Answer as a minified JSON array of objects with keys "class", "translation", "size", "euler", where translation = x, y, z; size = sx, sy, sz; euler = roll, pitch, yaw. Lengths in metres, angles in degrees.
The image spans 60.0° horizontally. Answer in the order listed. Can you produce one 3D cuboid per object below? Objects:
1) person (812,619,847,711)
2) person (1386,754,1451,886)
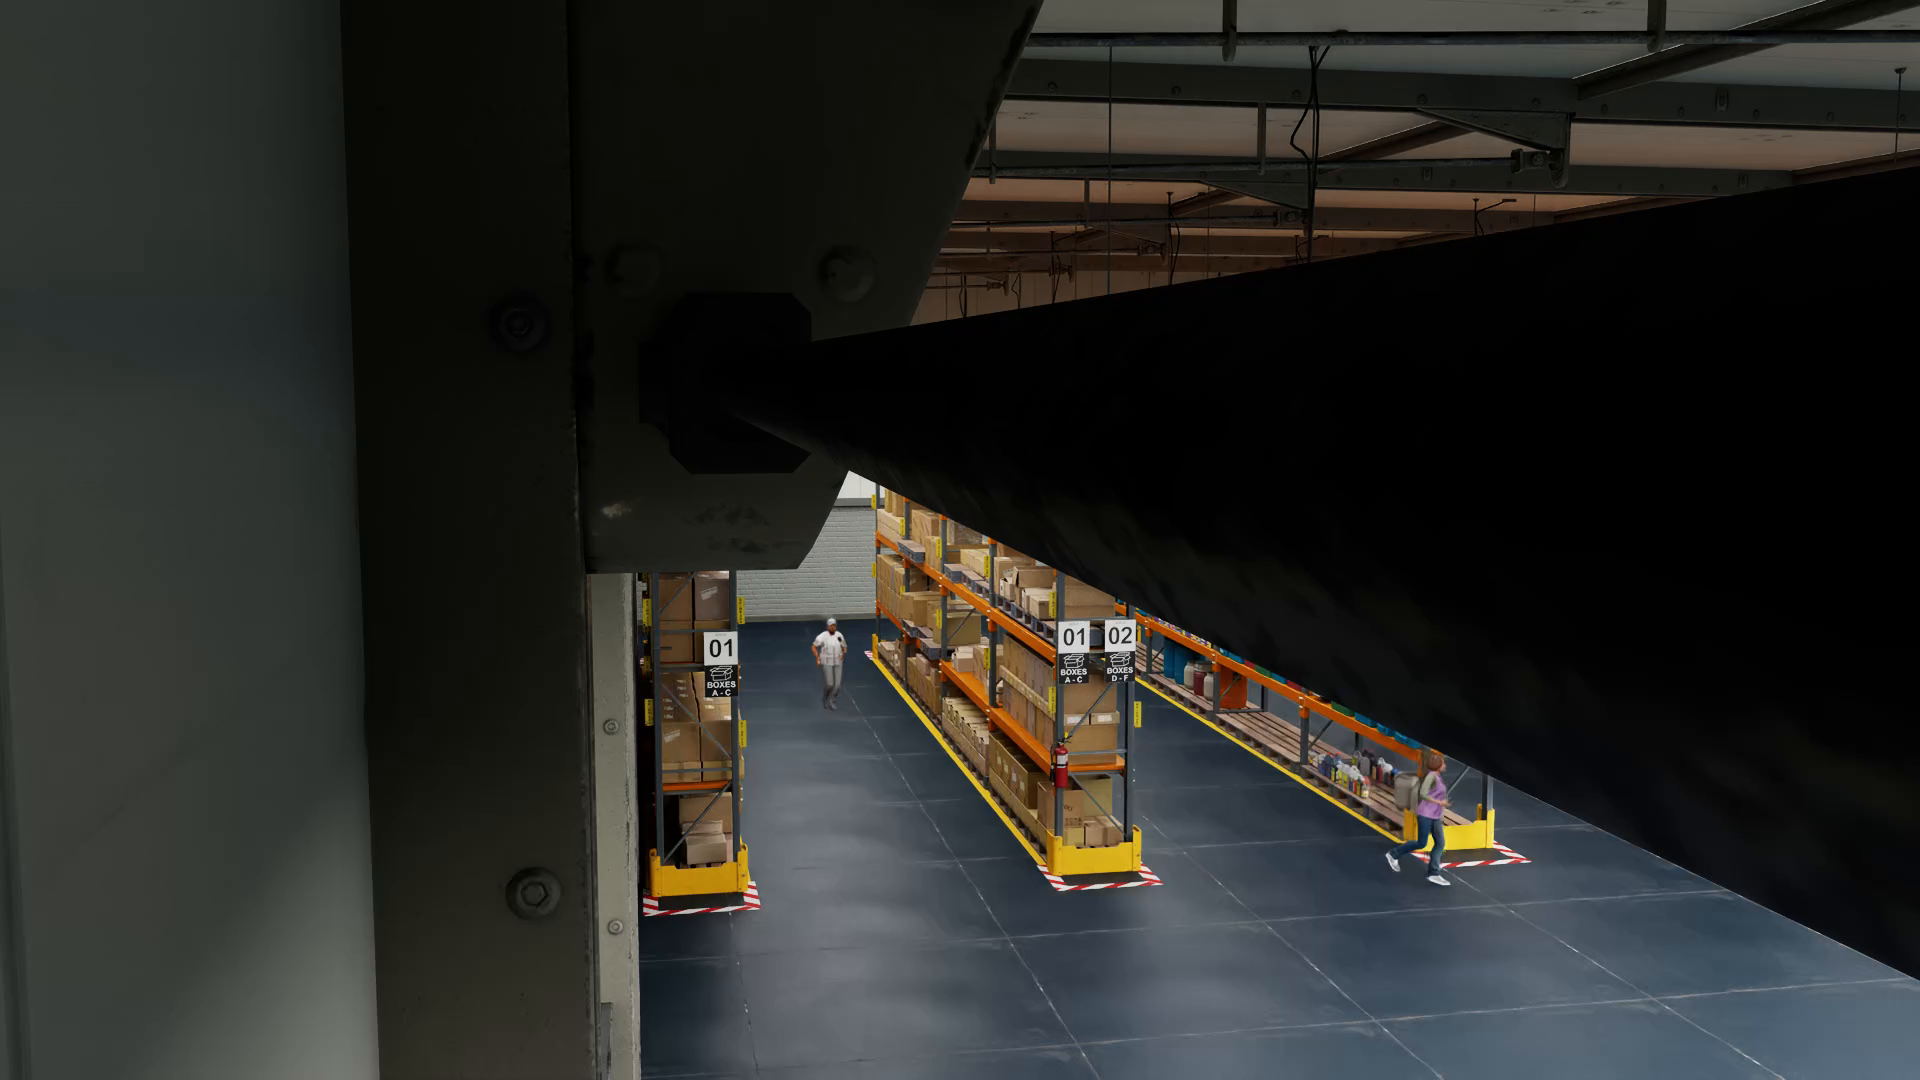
[{"class":"person","translation":[-2.263,2.214,29.418],"size":[0.606,1.643,0.531],"euler":[-2,6,-22]},{"class":"person","translation":[5.801,3.440,20.724],"size":[0.824,1.551,0.583],"euler":[4,7,35]}]
